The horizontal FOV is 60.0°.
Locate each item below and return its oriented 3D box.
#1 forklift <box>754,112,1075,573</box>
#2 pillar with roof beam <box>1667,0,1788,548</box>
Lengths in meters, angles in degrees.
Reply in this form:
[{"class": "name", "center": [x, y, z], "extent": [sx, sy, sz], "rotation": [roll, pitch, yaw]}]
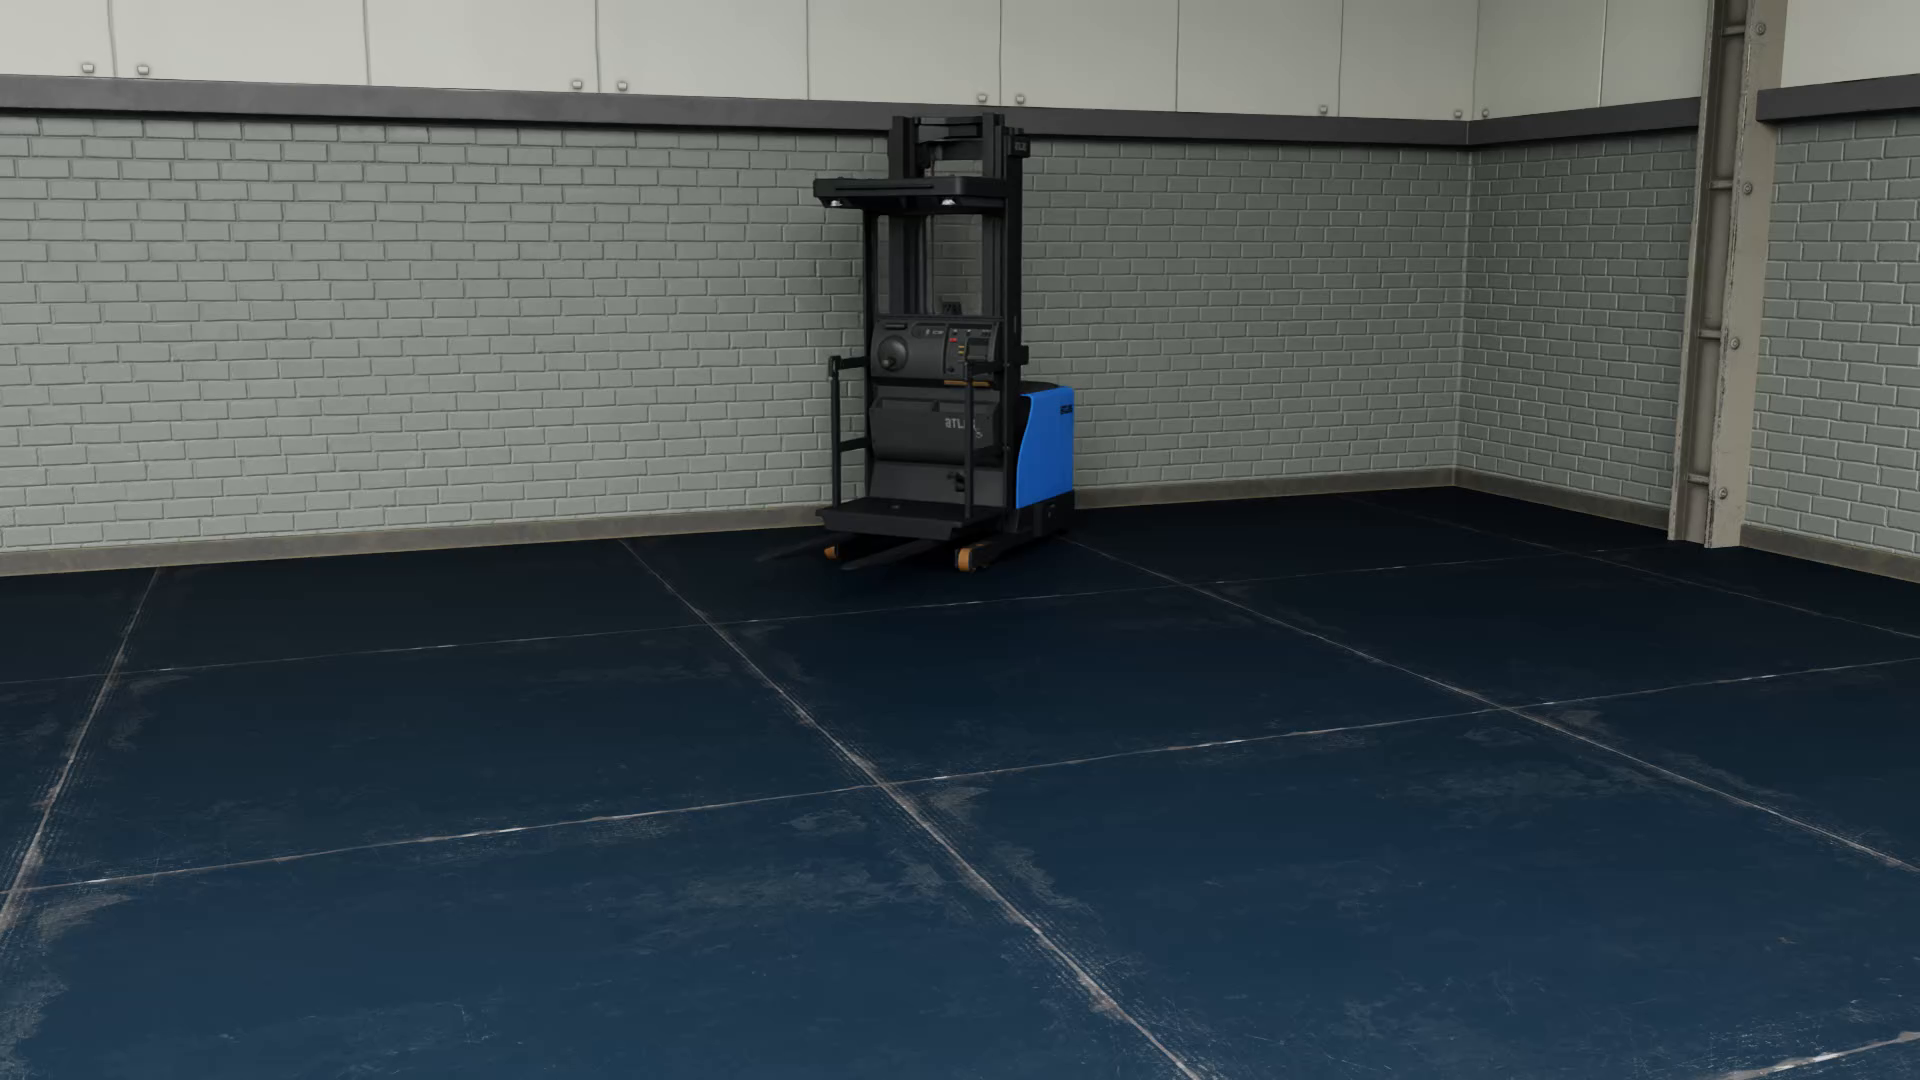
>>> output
[{"class": "forklift", "center": [-0.266, -1.318, 10.959], "extent": [1.130, 2.935, 3.031], "rotation": [5, 11, 26]}, {"class": "pillar with roof beam", "center": [1.287, -4.142, 9.512], "extent": [9.100, 9.000, 0.400], "rotation": [-4, 11, -21]}]
